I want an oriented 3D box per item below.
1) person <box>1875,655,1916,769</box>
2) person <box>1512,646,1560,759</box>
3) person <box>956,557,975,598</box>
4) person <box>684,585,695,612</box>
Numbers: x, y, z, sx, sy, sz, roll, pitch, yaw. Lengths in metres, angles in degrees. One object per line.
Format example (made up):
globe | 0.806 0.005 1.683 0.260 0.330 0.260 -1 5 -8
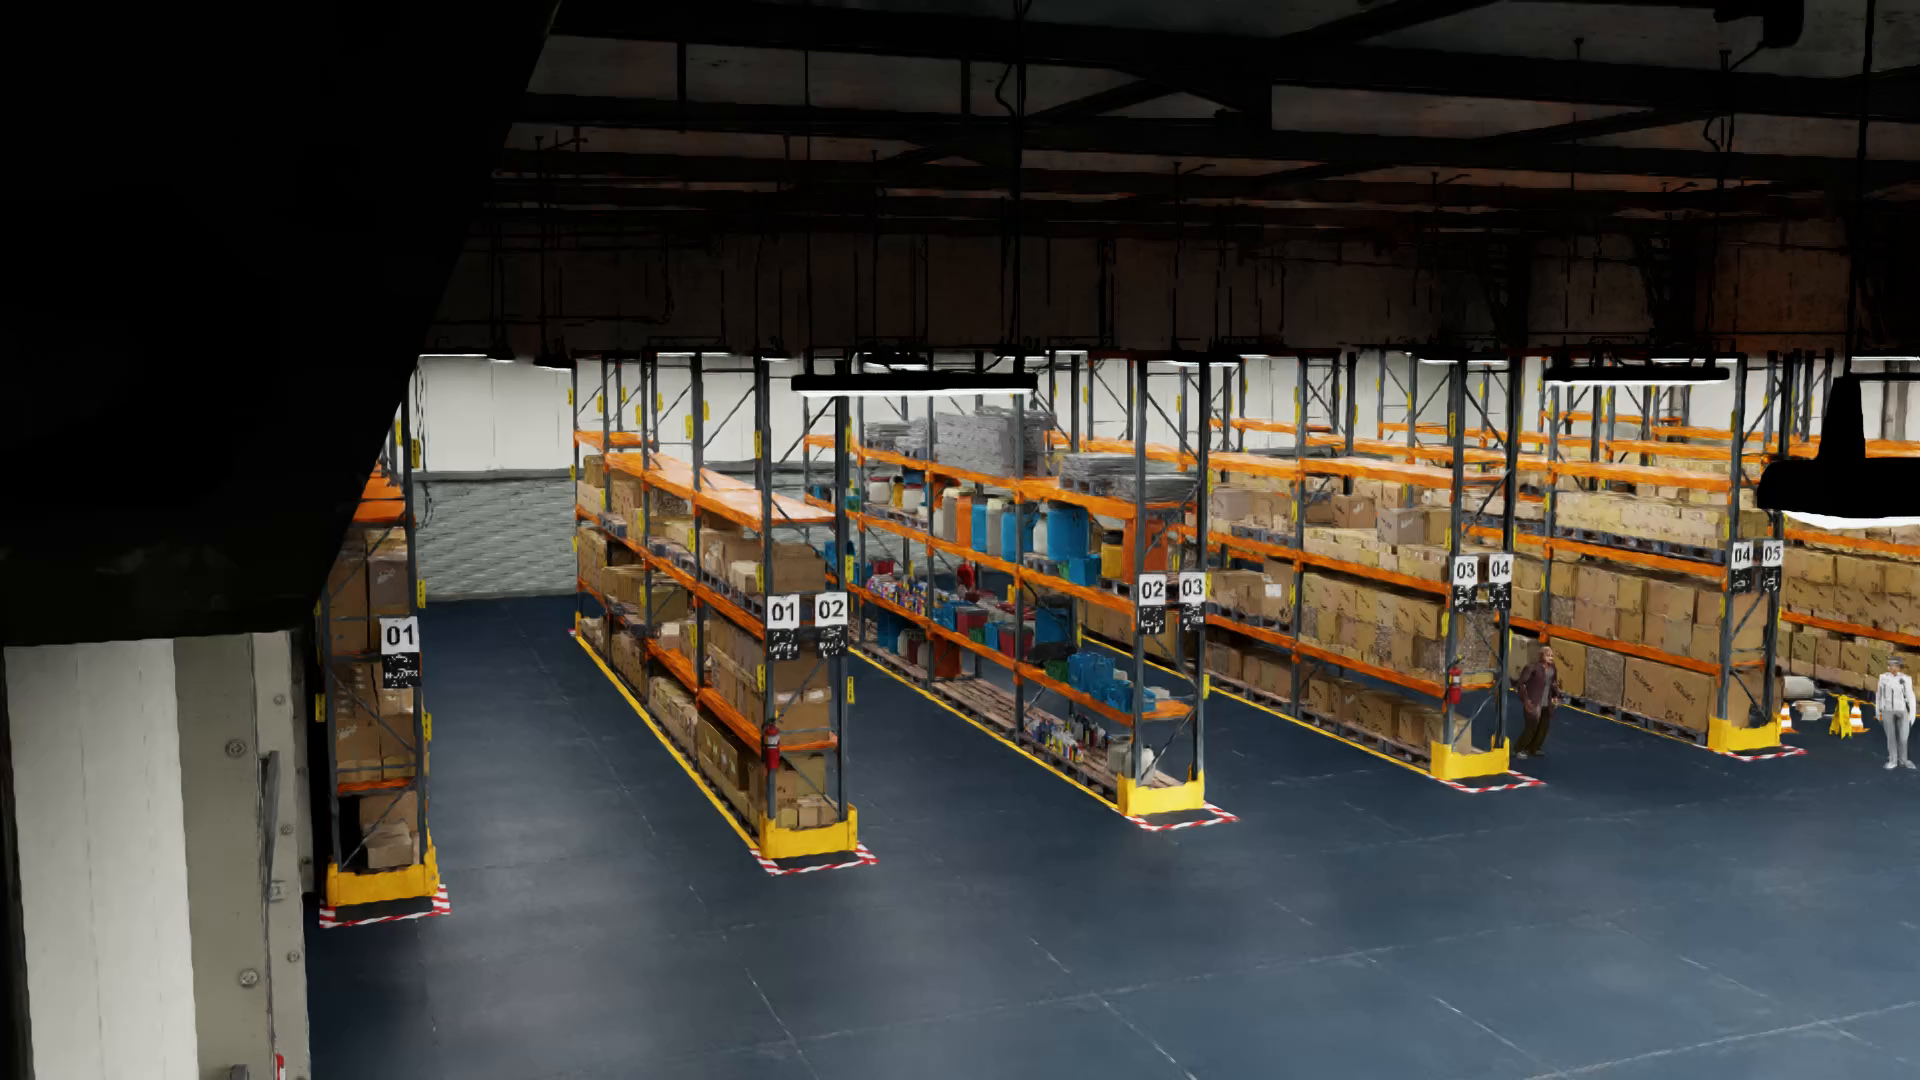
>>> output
person | 13.618 2.494 24.181 0.577 1.670 0.389 6 9 39
person | 8.576 2.407 24.743 0.729 1.732 0.534 -3 8 -24
person | 0.150 1.131 34.828 0.407 1.730 0.655 -5 9 -36
person | -5.527 1.177 34.494 0.586 1.729 0.447 6 9 38
